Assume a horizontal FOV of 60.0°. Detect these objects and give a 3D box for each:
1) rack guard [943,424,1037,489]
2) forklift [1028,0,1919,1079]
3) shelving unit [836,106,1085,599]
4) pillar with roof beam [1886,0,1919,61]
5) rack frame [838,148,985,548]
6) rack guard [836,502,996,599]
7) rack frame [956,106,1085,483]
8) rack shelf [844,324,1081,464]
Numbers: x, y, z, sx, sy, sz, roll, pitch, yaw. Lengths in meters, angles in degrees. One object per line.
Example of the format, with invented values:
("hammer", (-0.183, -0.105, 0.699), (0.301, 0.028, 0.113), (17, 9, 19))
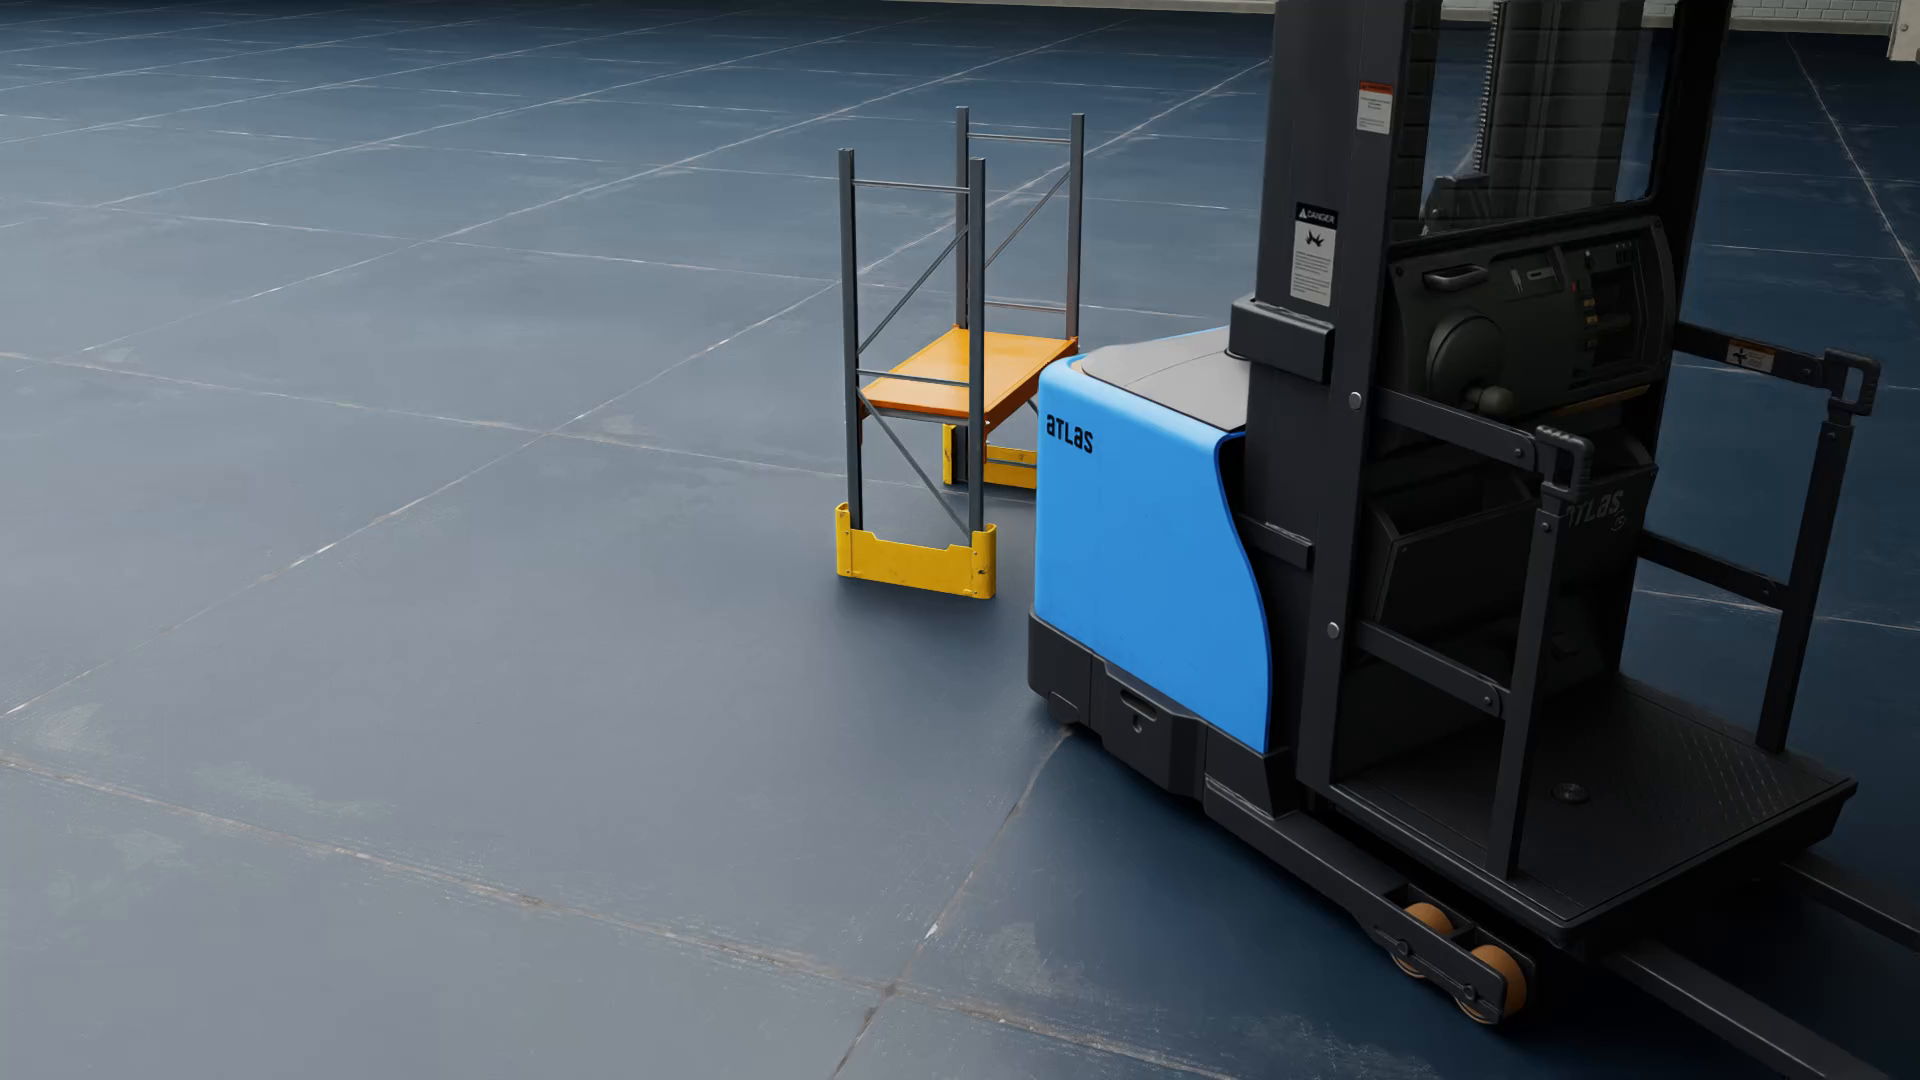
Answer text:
("rack guard", (0.213, -0.321, 6.694), (0.587, 0.250, 0.087), (9, 24, 20))
("forklift", (1.434, -0.491, 3.623), (1.130, 2.935, 3.031), (-14, 27, -30))
("shelving unit", (0.028, -0.719, 6.026), (0.587, 1.500, 1.083), (9, 24, 20))
("pillar with roof beam", (7.529, -10.655, 20.084), (9.100, 9.000, 0.400), (9, 24, 20))
("rack frame", (-0.157, -0.541, 5.599), (0.500, 1.500, 0.032), (9, 24, 20))
("rack guard", (-0.157, 0.036, 5.840), (0.587, 0.250, 0.087), (9, 24, 20))
("rack frame", (0.221, -0.904, 6.470), (0.500, 1.500, 0.032), (9, 24, 20))
("rack shelf", (0.032, -0.557, 6.103), (0.538, 0.185, 1.000), (9, 24, 20))
